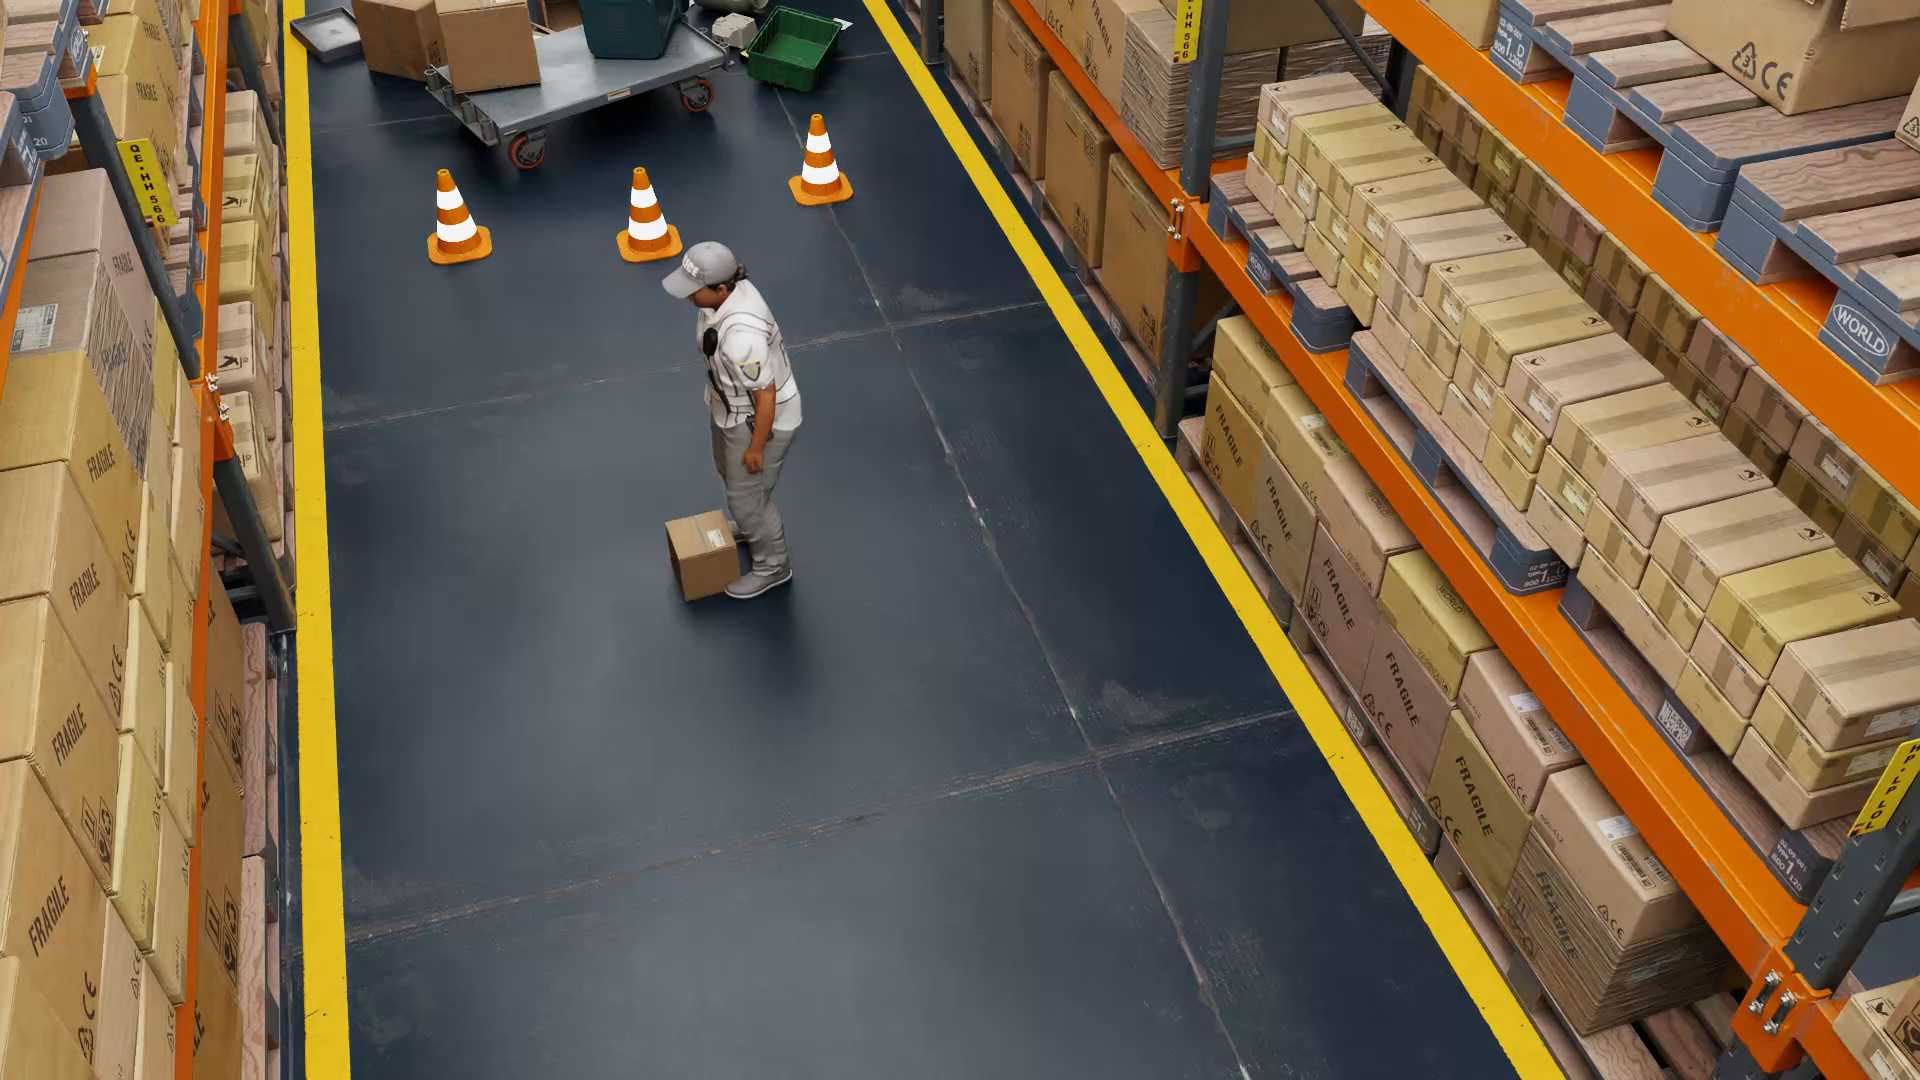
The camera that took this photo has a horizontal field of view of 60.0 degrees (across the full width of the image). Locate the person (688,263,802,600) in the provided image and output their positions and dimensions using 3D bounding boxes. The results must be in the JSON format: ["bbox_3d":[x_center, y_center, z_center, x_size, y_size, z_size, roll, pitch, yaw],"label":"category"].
[{"bbox_3d":[0.668,-16.799,21.284,18.870,6.001,40.049,-15,44,-15],"label":"person"}]
